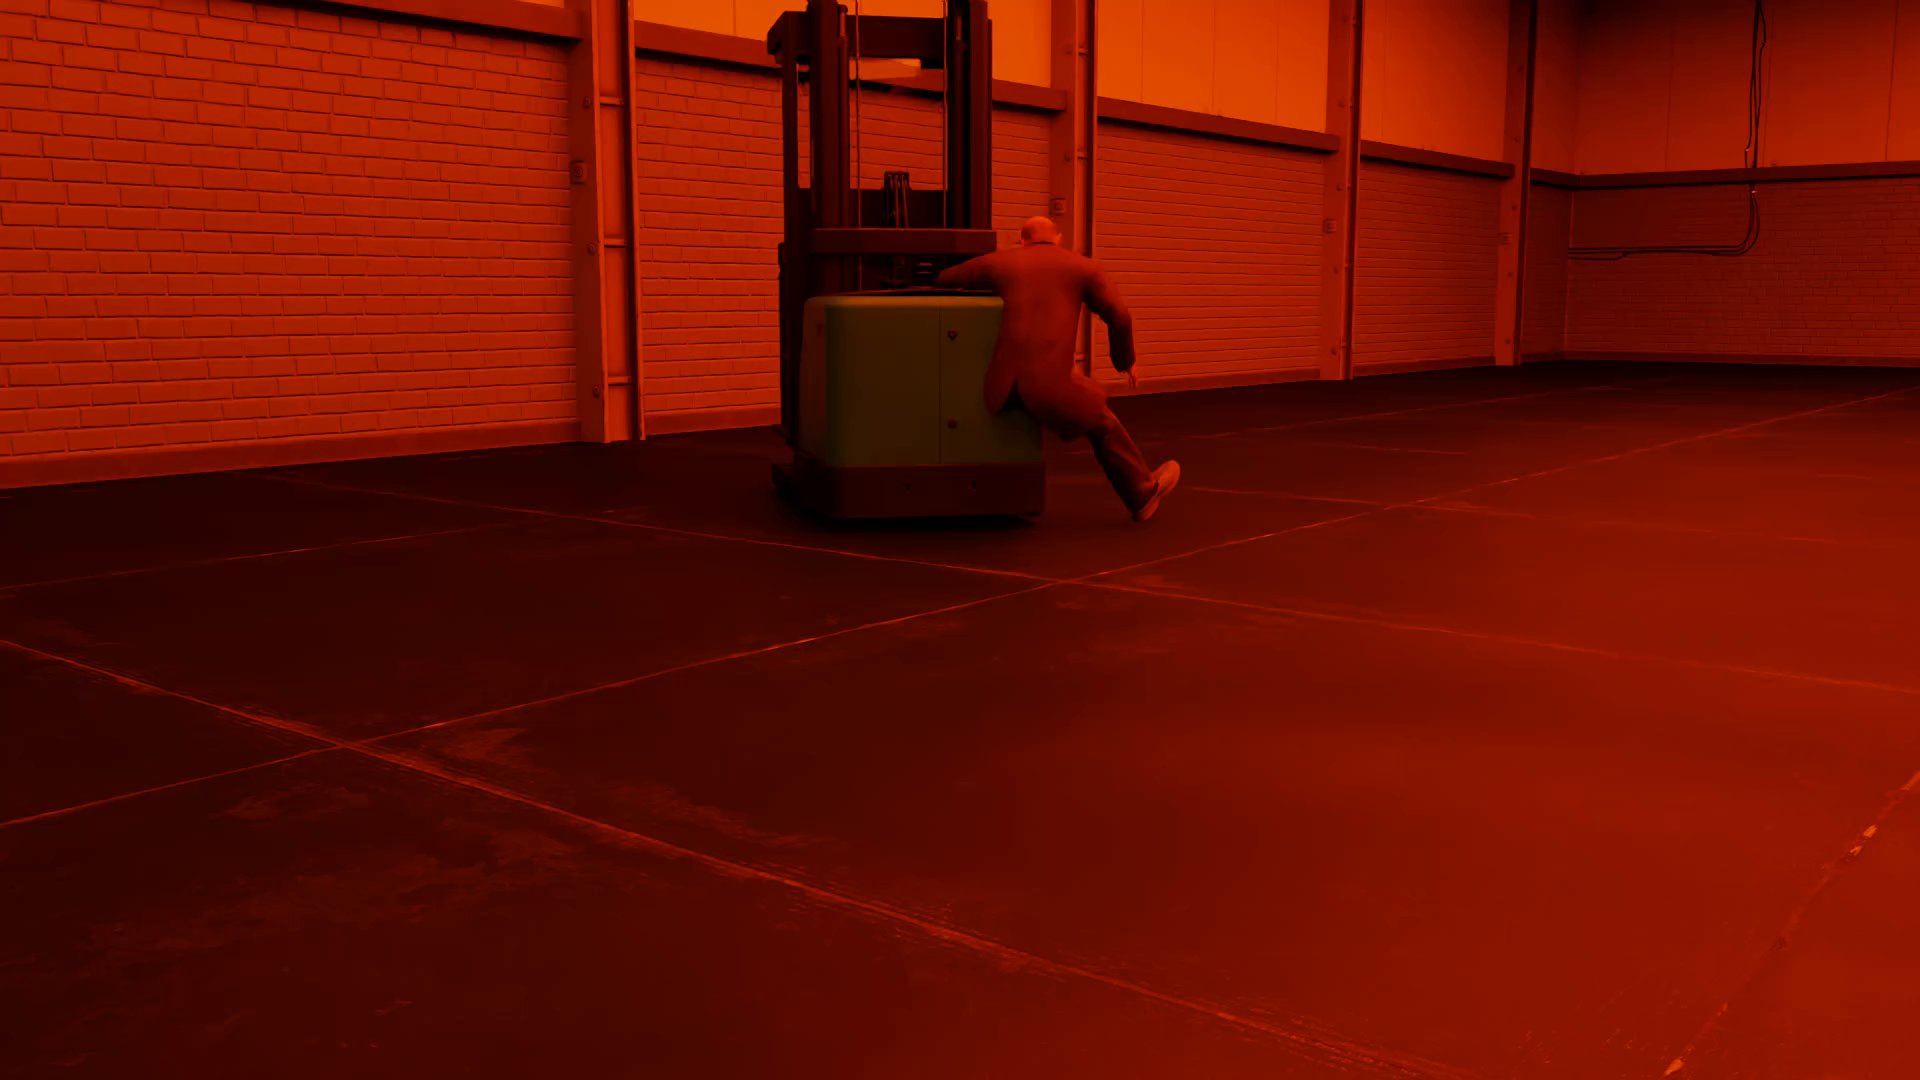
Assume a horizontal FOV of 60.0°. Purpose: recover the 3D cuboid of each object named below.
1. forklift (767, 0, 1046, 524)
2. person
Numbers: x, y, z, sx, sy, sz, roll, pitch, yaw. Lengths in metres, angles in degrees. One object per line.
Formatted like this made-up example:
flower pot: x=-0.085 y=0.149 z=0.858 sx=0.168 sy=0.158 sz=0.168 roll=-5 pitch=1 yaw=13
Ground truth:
forklift: x=-0.429 y=-1.702 z=8.915 sx=1.130 sy=2.935 sz=3.031 roll=-2 pitch=9 yaw=-13
person: x=0.344 y=-0.789 z=7.928 sx=1.240 sy=1.441 sz=1.007 roll=3 pitch=9 yaw=21
